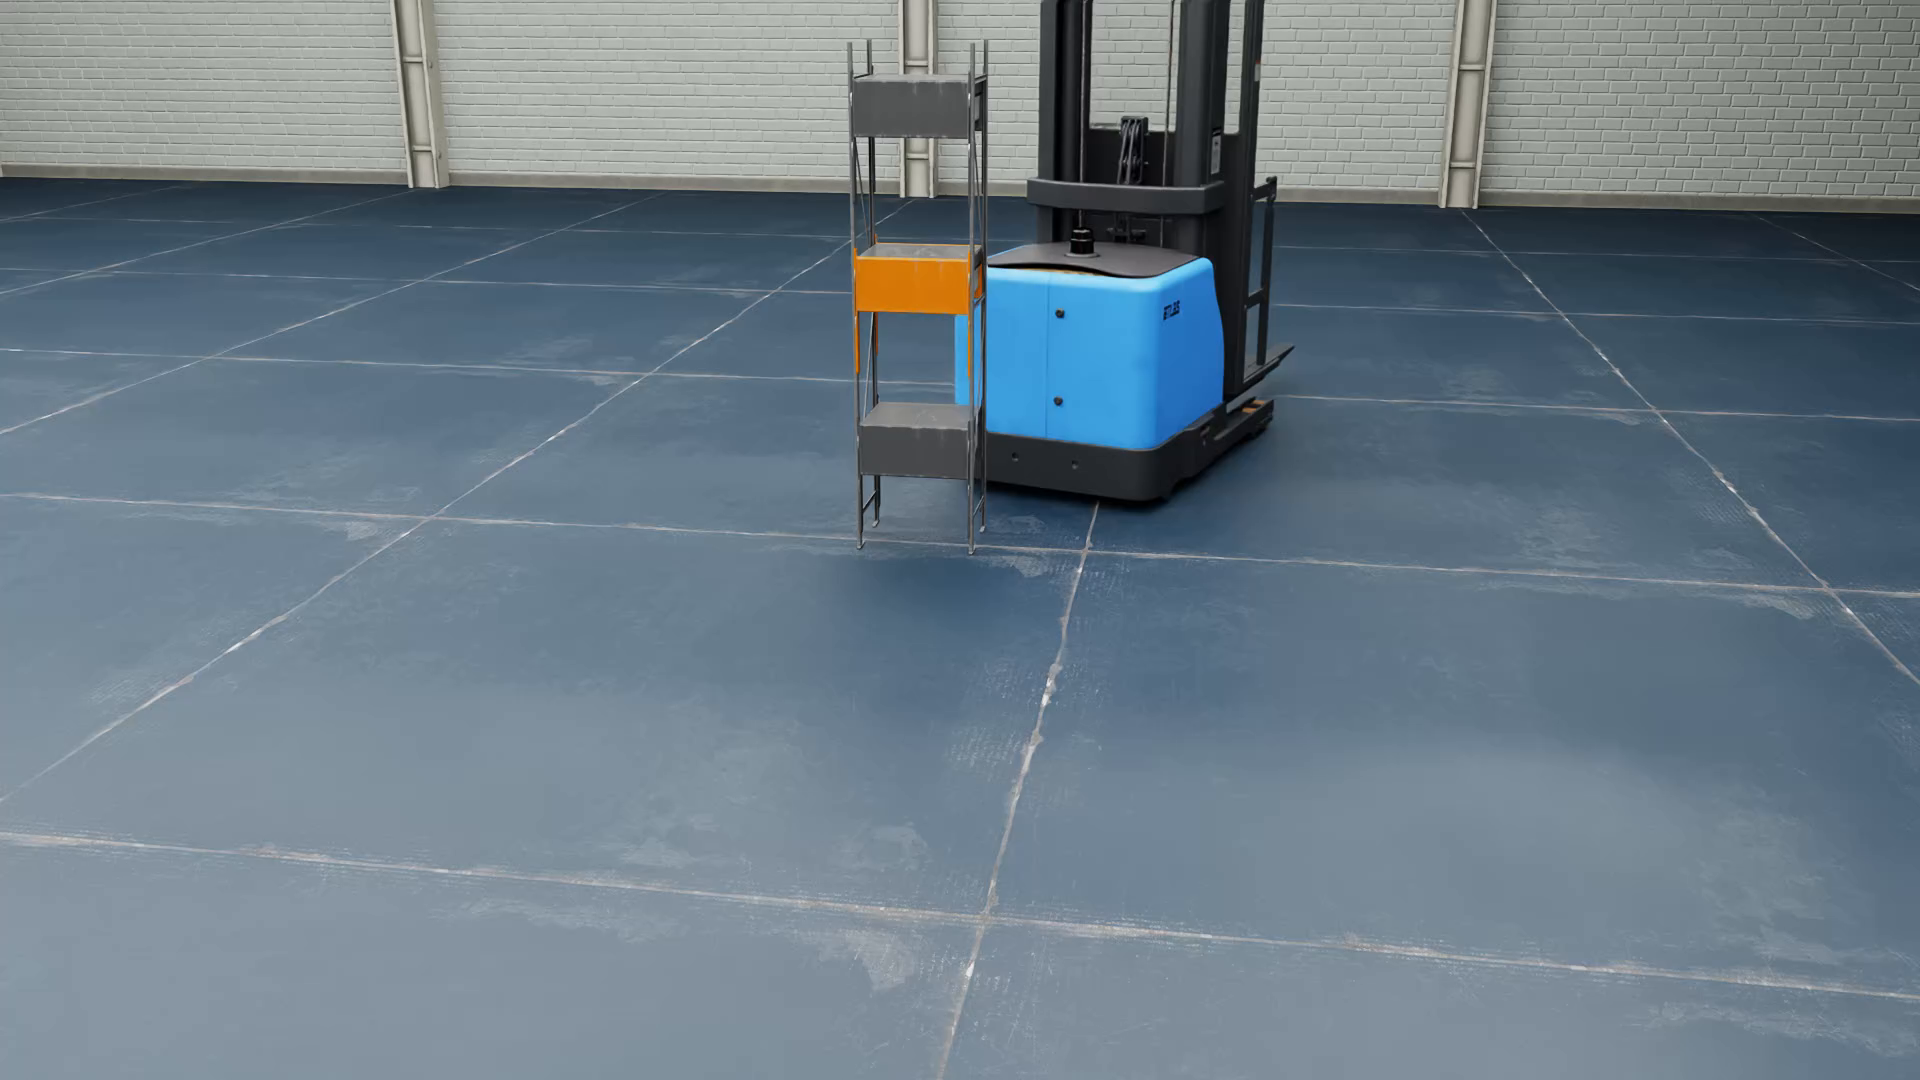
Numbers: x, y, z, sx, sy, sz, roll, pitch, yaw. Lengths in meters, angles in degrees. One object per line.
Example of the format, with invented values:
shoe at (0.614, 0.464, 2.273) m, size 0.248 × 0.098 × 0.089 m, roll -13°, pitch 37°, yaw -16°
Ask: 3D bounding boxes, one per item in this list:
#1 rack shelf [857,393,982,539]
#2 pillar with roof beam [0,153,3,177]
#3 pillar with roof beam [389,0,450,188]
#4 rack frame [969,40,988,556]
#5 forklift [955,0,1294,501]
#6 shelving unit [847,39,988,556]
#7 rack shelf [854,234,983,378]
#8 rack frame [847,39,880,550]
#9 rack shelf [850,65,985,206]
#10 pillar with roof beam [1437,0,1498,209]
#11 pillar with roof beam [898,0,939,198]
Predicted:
rack shelf at (-0.163, -0.327, 7.221) m, size 0.480 × 0.518 × 0.431 m, roll 3°, pitch 19°, yaw 9°
pillar with roof beam at (-13.000, -7.485, 15.490) m, size 0.400 × 9.000 × 9.100 m, roll 3°, pitch 19°, yaw 9°
pillar with roof beam at (-7.076, -7.183, 14.587) m, size 0.400 × 9.000 × 9.100 m, roll 3°, pitch 19°, yaw 9°
rack frame at (0.077, -0.992, 6.958) m, size 0.015 × 2.100 × 0.400 m, roll 3°, pitch 19°, yaw 9°
forklift at (1.070, -1.993, 8.641) m, size 1.130 × 2.935 × 3.031 m, roll 9°, pitch 20°, yaw 25°
shelving unit at (-0.163, -1.004, 6.995) m, size 0.503 × 2.100 × 0.431 m, roll 3°, pitch 19°, yaw 9°
rack shelf at (-0.163, -0.991, 6.999) m, size 0.480 × 0.518 × 0.431 m, roll 3°, pitch 19°, yaw 9°
rack frame at (-0.404, -1.016, 7.032) m, size 0.015 × 2.100 × 0.400 m, roll 3°, pitch 19°, yaw 9°
rack shelf at (-0.163, -1.655, 6.777) m, size 0.480 × 0.518 × 0.431 m, roll 3°, pitch 19°, yaw 9°
pillar with roof beam at (4.773, -6.579, 12.782) m, size 0.400 × 9.000 × 9.100 m, roll 3°, pitch 19°, yaw 9°
pillar with roof beam at (-1.152, -6.881, 13.685) m, size 0.400 × 9.000 × 9.100 m, roll 3°, pitch 19°, yaw 9°
